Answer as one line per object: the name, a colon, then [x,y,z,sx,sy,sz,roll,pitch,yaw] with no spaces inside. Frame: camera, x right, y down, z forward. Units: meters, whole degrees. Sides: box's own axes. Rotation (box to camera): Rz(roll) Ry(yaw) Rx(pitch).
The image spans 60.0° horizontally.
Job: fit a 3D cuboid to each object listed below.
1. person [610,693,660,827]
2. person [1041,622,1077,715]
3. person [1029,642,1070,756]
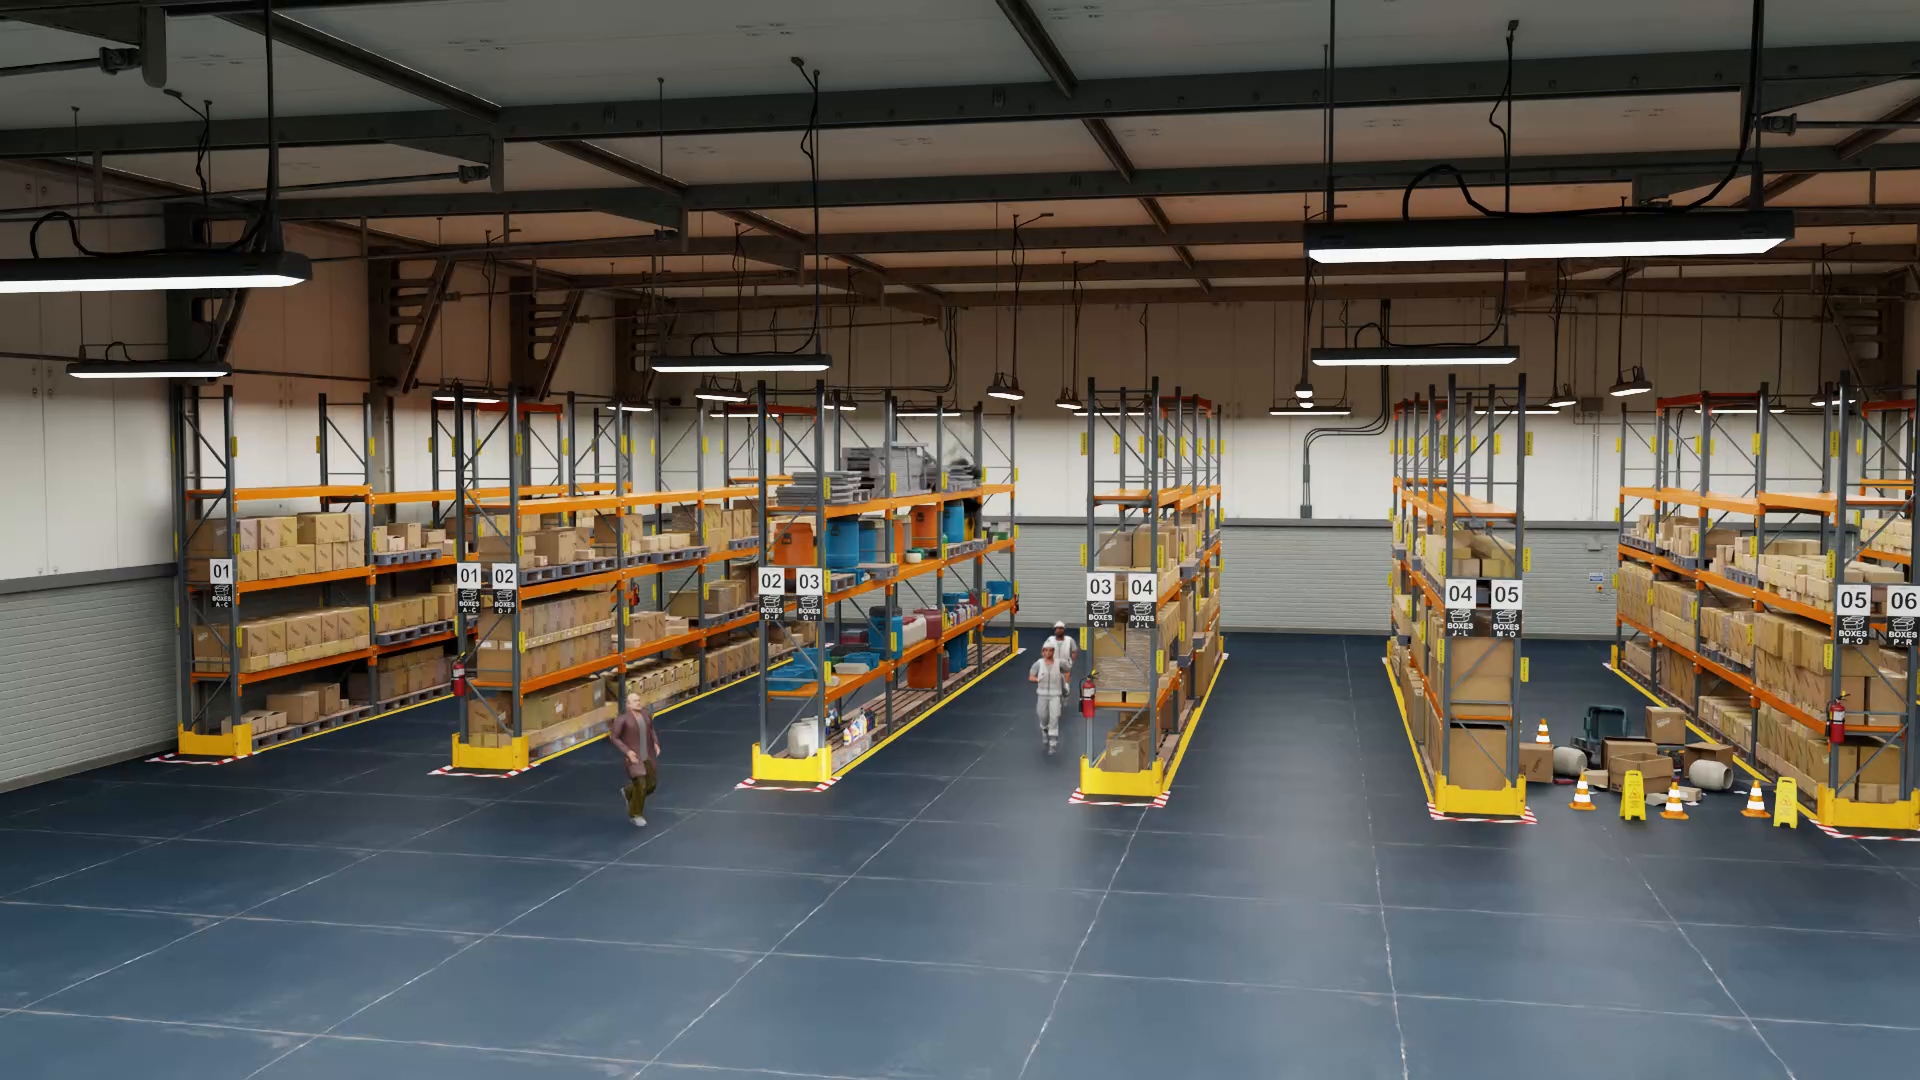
person: [-4.329,2.903,22.130,0.628,1.746,0.715,3,4,43]
person: [1.856,2.393,31.121,0.685,1.735,0.667,0,3,3]
person: [1.462,2.559,27.230,0.661,1.790,0.969,0,3,8]
